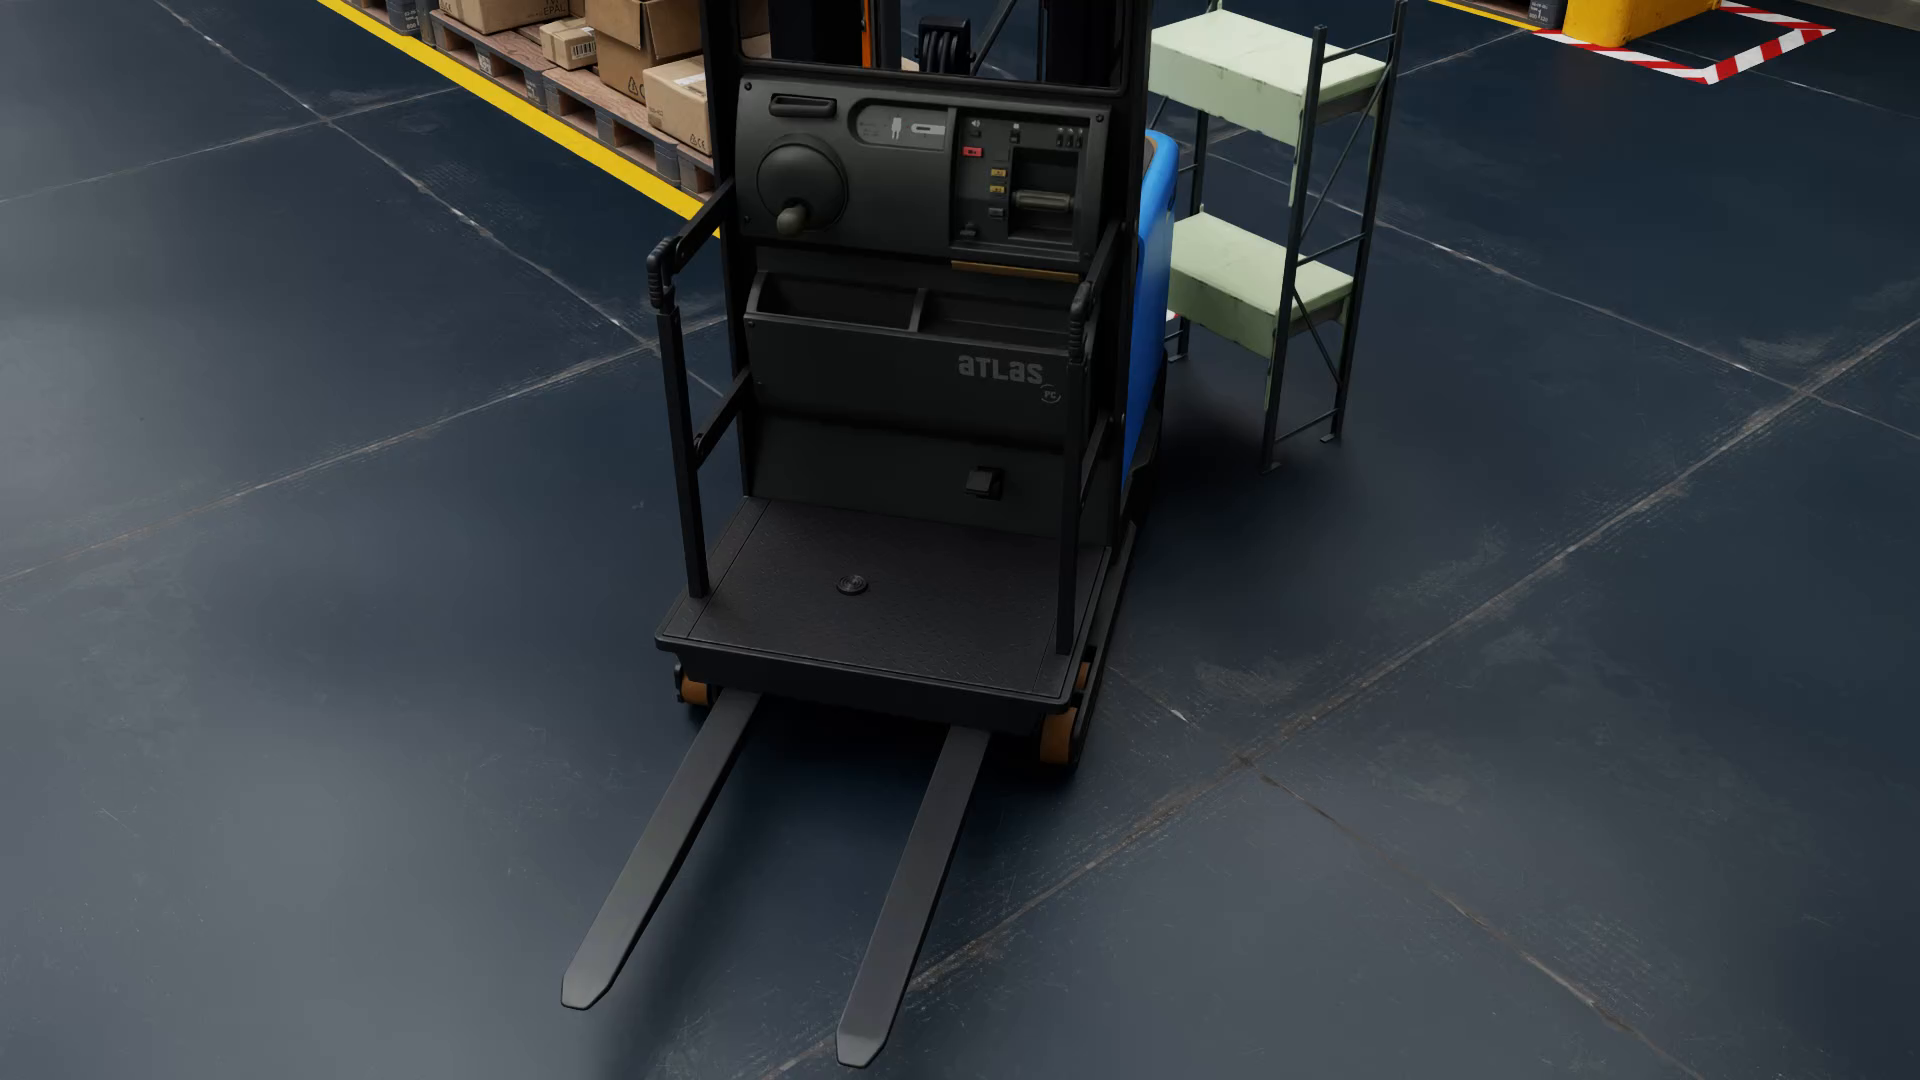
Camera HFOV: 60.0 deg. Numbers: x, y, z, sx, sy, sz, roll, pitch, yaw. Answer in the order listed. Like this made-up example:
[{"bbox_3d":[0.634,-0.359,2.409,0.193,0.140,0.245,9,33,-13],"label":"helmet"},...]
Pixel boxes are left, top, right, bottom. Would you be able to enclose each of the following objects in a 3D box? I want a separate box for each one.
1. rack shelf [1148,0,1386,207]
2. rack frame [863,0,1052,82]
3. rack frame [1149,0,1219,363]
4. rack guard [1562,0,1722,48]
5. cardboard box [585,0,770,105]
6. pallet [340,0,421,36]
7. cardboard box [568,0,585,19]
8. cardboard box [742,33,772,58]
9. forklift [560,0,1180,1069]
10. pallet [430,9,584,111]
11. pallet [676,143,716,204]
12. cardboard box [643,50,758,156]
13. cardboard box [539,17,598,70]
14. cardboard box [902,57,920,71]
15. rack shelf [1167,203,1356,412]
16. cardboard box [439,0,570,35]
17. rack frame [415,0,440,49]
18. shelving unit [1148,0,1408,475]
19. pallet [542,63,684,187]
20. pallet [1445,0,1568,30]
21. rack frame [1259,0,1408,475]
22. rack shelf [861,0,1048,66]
[{"bbox_3d":[0.926,-1.388,5.237,0.431,0.370,0.720,-26,43,-32],"label":"rack shelf"},{"bbox_3d":[0.067,-2.333,5.949,1.000,3.000,0.127,-26,43,-32],"label":"rack frame"},{"bbox_3d":[0.691,-1.232,5.692,0.400,1.500,0.023,-26,43,-32],"label":"rack frame"},{"bbox_3d":[3.864,-3.152,9.268,1.175,0.500,0.348,-26,43,-32],"label":"rack guard"},{"bbox_3d":[-1.298,-2.433,7.869,0.797,0.503,0.637,-26,43,-32],"label":"cardboard box"},{"bbox_3d":[-3.068,-3.306,9.736,1.003,0.211,1.213,-26,43,-32],"label":"pallet"},{"bbox_3d":[-1.930,-3.113,8.832,0.500,0.500,0.500,-26,43,-32],"label":"cardboard box"},{"bbox_3d":[-0.713,-2.178,7.729,0.500,0.250,0.500,-26,43,-32],"label":"cardboard box"},{"bbox_3d":[-0.151,-0.843,3.904,1.130,2.935,3.031,8,36,11],"label":"forklift"},{"bbox_3d":[-2.072,-2.658,8.820,1.003,0.211,1.213,-26,43,-32],"label":"pallet"},{"bbox_3d":[-0.497,-1.580,7.299,1.003,0.211,1.213,-26,43,-32],"label":"pallet"},{"bbox_3d":[-1.062,-1.970,7.434,0.500,0.250,0.500,-26,43,-32],"label":"cardboard box"},{"bbox_3d":[-1.843,-2.479,8.225,0.380,0.166,0.250,-26,43,-32],"label":"cardboard box"},{"bbox_3d":[-0.390,-1.957,7.417,0.500,0.250,0.500,-26,43,-32],"label":"cardboard box"},{"bbox_3d":[0.926,-0.804,5.651,0.431,0.370,0.720,-26,43,-32],"label":"rack shelf"},{"bbox_3d":[-2.409,-2.916,8.717,0.500,0.311,0.500,-26,43,-32],"label":"cardboard box"},{"bbox_3d":[-2.514,-4.099,8.443,1.000,3.000,0.127,-26,43,-32],"label":"rack frame"},{"bbox_3d":[0.926,-1.070,5.463,0.431,1.500,0.755,-26,43,-32],"label":"shelving unit"},{"bbox_3d":[-1.280,-2.119,8.059,1.003,0.211,1.213,-26,43,-32],"label":"pallet"},{"bbox_3d":[3.273,-3.368,9.824,1.003,0.211,1.213,-26,43,-32],"label":"pallet"},{"bbox_3d":[1.161,-0.907,5.234,0.400,1.500,0.023,-26,43,-32],"label":"rack frame"},{"bbox_3d":[-1.224,-2.923,7.404,1.077,0.370,4.000,-26,43,-32],"label":"rack shelf"}]
